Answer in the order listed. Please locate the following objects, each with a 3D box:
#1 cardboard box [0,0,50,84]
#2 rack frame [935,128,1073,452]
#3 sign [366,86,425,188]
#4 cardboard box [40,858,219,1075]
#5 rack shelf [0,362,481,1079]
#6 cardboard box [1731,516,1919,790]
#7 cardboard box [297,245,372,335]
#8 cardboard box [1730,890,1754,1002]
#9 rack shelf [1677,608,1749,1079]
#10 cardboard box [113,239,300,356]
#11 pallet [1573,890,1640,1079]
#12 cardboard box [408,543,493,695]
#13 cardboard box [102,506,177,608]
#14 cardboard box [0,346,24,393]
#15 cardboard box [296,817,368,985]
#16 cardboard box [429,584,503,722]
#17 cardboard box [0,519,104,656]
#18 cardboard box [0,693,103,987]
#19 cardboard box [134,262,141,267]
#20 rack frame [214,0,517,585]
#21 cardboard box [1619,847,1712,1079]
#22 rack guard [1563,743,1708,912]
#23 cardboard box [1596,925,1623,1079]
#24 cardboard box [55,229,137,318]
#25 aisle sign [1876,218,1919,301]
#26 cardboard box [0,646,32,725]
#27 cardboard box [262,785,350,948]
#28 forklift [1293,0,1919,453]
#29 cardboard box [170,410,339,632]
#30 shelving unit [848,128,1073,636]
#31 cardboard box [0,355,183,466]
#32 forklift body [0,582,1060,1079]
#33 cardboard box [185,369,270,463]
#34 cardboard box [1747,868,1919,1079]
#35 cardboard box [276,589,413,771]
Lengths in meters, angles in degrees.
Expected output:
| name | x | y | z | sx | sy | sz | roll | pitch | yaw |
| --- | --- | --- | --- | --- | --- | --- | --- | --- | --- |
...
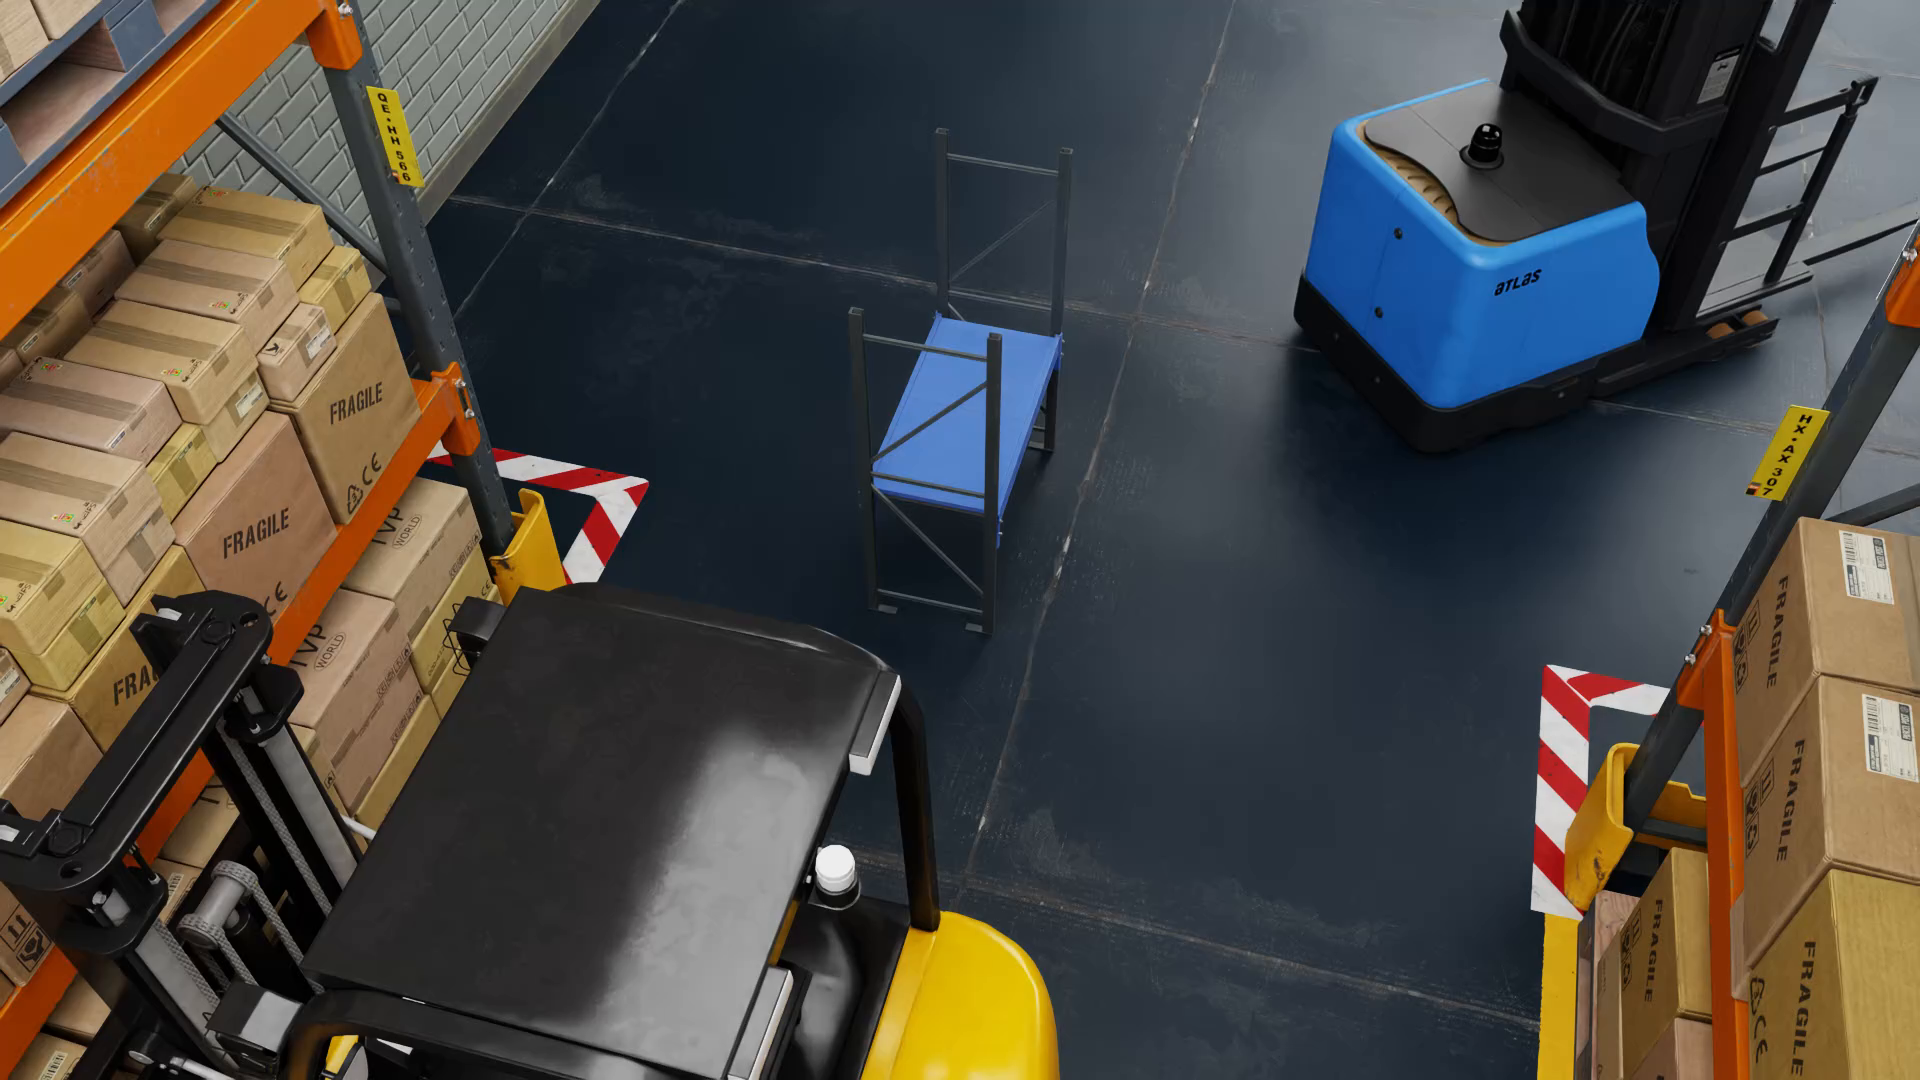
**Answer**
| name | x | y | z | sx | sy | sz | roll | pitch | yaw |
| --- | --- | --- | --- | --- | --- | --- | --- | --- | --- |
| cardboard box | -2.126 | -1.082 | 3.365 | 0.396 | 0.266 | 0.258 | 12 | 50 | 10 |
| rack frame | 0.156 | -0.926 | 6.486 | 0.500 | 1.500 | 0.032 | 12 | 50 | 10 |
| sign | -1.614 | -1.149 | 4.752 | 0.100 | 0.325 | 0.005 | 12 | 50 | 10 |
| cardboard box | -2.347 | 1.133 | 4.555 | 0.500 | 0.250 | 0.500 | 11 | 49 | 9 |
| rack shelf | -2.660 | 0.880 | 4.371 | 1.077 | 0.370 | 4.000 | 12 | 50 | 10 |
| cardboard box | 2.264 | 0.329 | 4.113 | 0.500 | 0.500 | 0.500 | 11 | 49 | 9 |
| cardboard box | -1.955 | -0.746 | 4.827 | 0.380 | 0.149 | 0.250 | 12 | 50 | 11 |
| cardboard box | 2.055 | 0.996 | 3.956 | 0.380 | 0.149 | 0.250 | 12 | 50 | 11 |
| rack shelf | 2.130 | 1.857 | 3.509 | 1.077 | 0.370 | 4.000 | 12 | 50 | 10 |
| cardboard box | -2.060 | -0.665 | 4.558 | 0.380 | 0.149 | 0.250 | 12 | 50 | 10 |
| pallet | 2.388 | 1.731 | 5.000 | 1.003 | 0.211 | 1.213 | 12 | 50 | 10 |
| cardboard box | -1.960 | 0.215 | 5.699 | 0.500 | 0.250 | 0.500 | 11 | 49 | 10 |
| cardboard box | -2.222 | 0.000 | 4.169 | 0.380 | 0.149 | 0.250 | 10 | 49 | 9 |
| cardboard box | -2.665 | -0.397 | 4.321 | 0.380 | 0.149 | 0.250 | 12 | 50 | 10 |
| cardboard box | -2.233 | 1.087 | 5.263 | 0.500 | 0.250 | 0.500 | 12 | 50 | 10 |
| cardboard box | -1.953 | 0.369 | 5.896 | 0.500 | 0.250 | 0.500 | 12 | 50 | 10 |
| cardboard box | -2.264 | 0.093 | 3.888 | 0.380 | 0.149 | 0.250 | 12 | 50 | 11 |
| cardboard box | -2.412 | 0.680 | 4.001 | 0.500 | 0.500 | 0.500 | 12 | 50 | 10 |
| cardboard box | -2.473 | -0.858 | 4.926 | 0.380 | 0.149 | 0.250 | 10 | 49 | 9 |
| rack frame | -2.134 | -0.804 | 5.378 | 1.000 | 3.000 | 0.127 | 12 | 50 | 10 |
| cardboard box | 2.171 | 1.242 | 4.626 | 0.500 | 0.500 | 0.500 | 10 | 49 | 9 |
| rack guard | 2.636 | 1.055 | 5.405 | 1.175 | 0.500 | 0.348 | 12 | 50 | 10 |
| cardboard box | 2.177 | 1.472 | 4.923 | 0.500 | 0.250 | 0.500 | 11 | 50 | 10 |
| cardboard box | -2.559 | -0.770 | 4.650 | 0.380 | 0.149 | 0.250 | 13 | 50 | 11 |
| aisle sign | 2.373 | -0.794 | 3.635 | 0.394 | 0.787 | 0.004 | 12 | 50 | 10 |
| cardboard box | -2.421 | 0.350 | 3.860 | 0.380 | 0.149 | 0.250 | 11 | 50 | 10 |
| cardboard box | -2.218 | 0.953 | 5.047 | 0.500 | 0.250 | 0.500 | 11 | 49 | 9 |
| forklift | 3.052 | -2.102 | 6.569 | 3.031 | 2.935 | 1.130 | -20 | 52 | -17 |
| cardboard box | -2.155 | -0.056 | 4.651 | 0.500 | 0.500 | 0.500 | 13 | 50 | 11 |
| shelving unit | 0.022 | -0.558 | 6.161 | 0.538 | 1.500 | 1.048 | 12 | 50 | 10 |
| cardboard box | -2.240 | -0.305 | 4.240 | 0.380 | 0.149 | 0.250 | 12 | 50 | 10 |
| forklift body | -0.873 | 1.208 | 4.168 | 2.313 | 2.155 | 1.214 | 12 | 50 | 10 |
| cardboard box | -2.121 | -0.380 | 4.504 | 0.380 | 0.149 | 0.250 | 12 | 50 | 11 |
| cardboard box | 1.998 | 1.073 | 3.456 | 0.500 | 0.500 | 0.500 | 11 | 49 | 9 |
| cardboard box | -2.083 | 0.401 | 5.201 | 0.500 | 0.250 | 0.500 | 12 | 50 | 11 |
